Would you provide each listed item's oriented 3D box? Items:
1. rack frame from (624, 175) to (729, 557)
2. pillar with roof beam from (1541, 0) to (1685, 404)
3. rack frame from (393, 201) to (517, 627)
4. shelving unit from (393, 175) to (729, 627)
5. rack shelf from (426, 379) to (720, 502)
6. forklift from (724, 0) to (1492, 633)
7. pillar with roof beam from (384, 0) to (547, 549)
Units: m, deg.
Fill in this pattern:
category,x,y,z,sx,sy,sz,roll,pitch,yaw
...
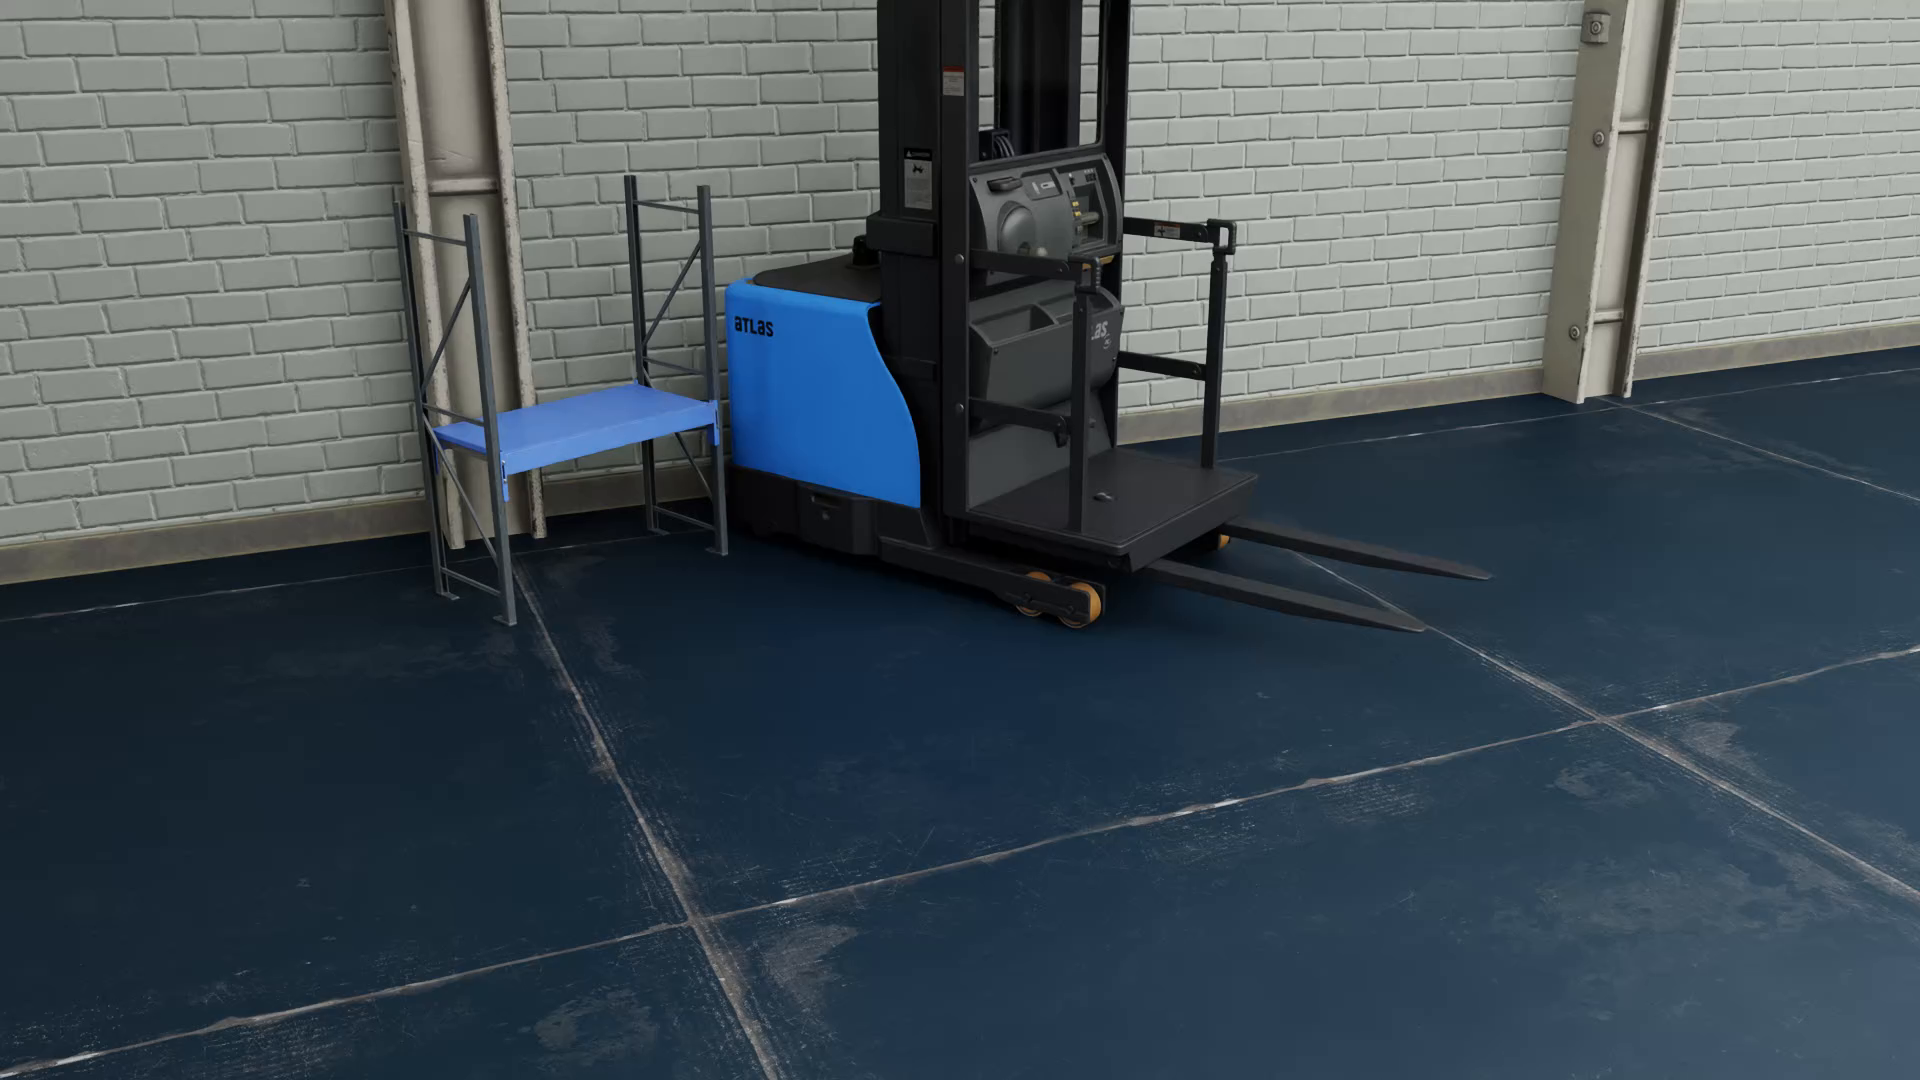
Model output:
category,x,y,z,sx,sy,sz,roll,pitch,yaw
rack frame,-1.150,-0.699,6.748,0.500,1.500,0.032,17,25,39
pillar with roof beam,5.219,-3.755,4.138,0.400,9.000,9.100,-8,21,-22
rack frame,-1.831,-0.448,6.036,0.500,1.500,0.032,17,25,39
shelving unit,-1.490,-0.573,6.392,0.538,1.500,1.048,17,25,39
rack shelf,-1.490,-0.404,6.452,0.538,0.185,1.000,17,25,39
forklift,0.506,-1.258,6.181,3.031,2.935,1.130,14,24,34
pillar with roof beam,-0.290,-2.966,1.896,0.400,9.000,9.100,-8,21,-22
